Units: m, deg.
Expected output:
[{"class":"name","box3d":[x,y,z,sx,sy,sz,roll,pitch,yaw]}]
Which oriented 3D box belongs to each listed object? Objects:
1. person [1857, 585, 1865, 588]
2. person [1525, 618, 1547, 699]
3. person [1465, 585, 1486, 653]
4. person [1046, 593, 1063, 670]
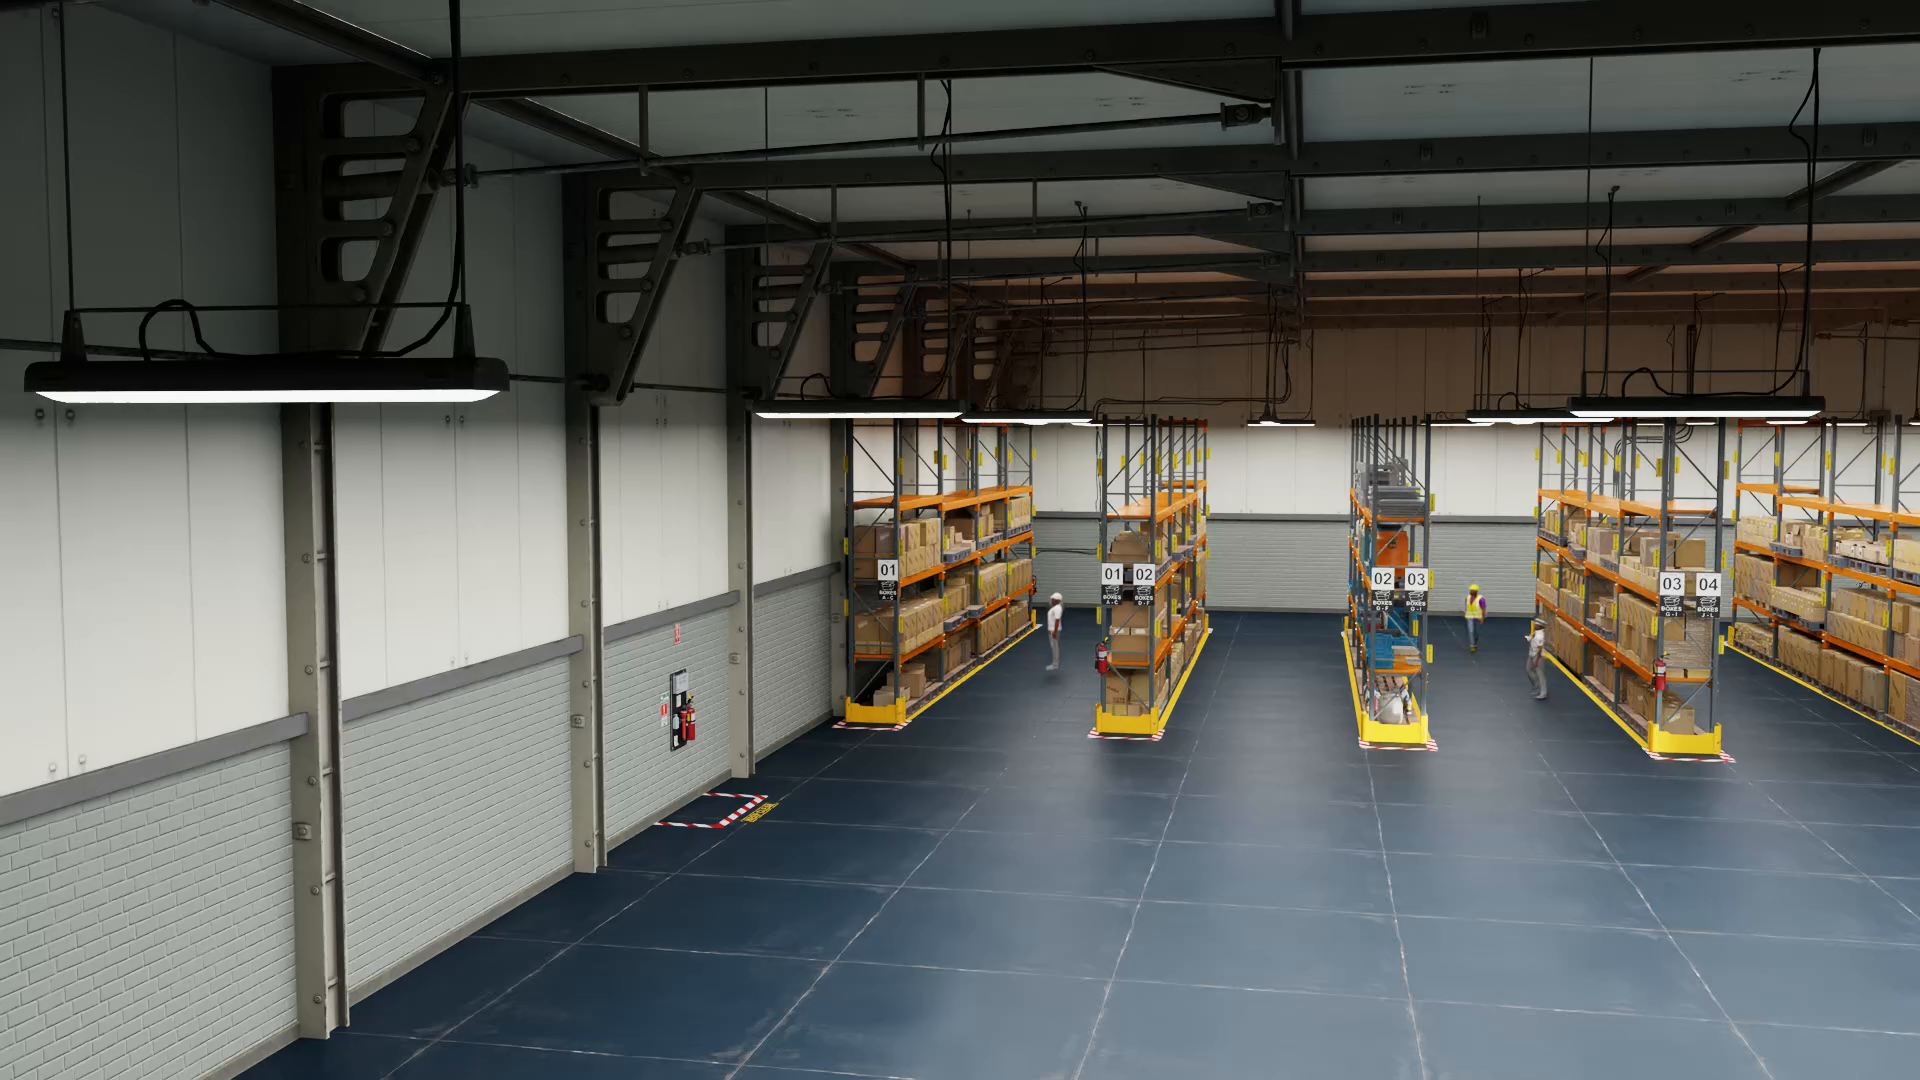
[{"class":"person","box3d":[23.217,1.997,42.965,0.644,1.691,0.953,-3,5,-35]},{"class":"person","box3d":[12.314,2.525,35.488,0.374,1.713,0.603,0,4,-1]},{"class":"person","box3d":[13.281,2.017,42.859,0.488,1.724,1.080,1,4,8]},{"class":"person","box3d":[2.183,2.122,38.860,0.460,1.771,0.591,-1,4,-8]}]
